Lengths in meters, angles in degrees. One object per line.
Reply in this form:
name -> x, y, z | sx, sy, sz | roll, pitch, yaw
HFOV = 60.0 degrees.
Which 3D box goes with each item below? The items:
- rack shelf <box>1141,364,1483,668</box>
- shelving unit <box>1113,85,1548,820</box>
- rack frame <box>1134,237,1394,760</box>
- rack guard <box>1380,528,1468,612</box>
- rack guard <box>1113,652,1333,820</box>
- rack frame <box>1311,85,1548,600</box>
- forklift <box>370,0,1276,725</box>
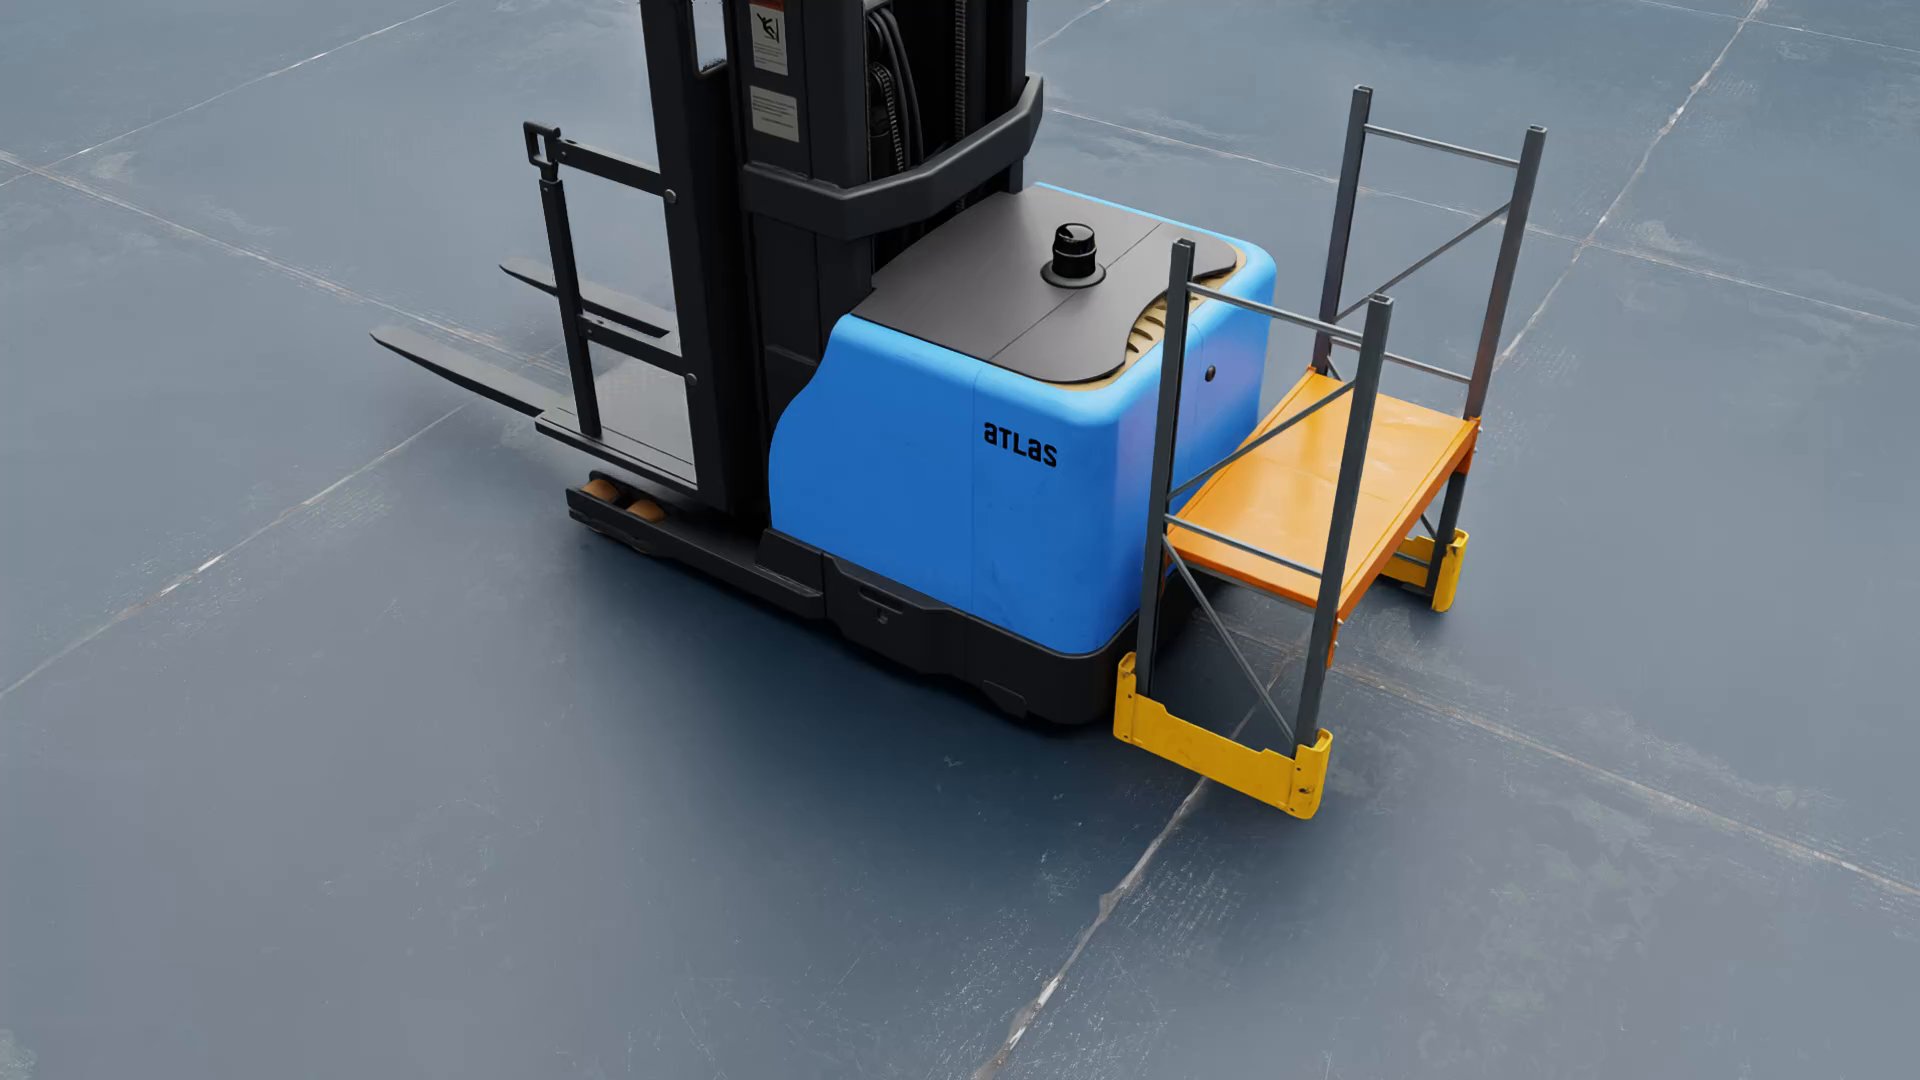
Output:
rack shelf -> 0.958, -0.099, 4.444 | 0.538, 0.185, 1.000 | 22, 43, 26
shelving unit -> 0.953, -0.237, 4.328 | 0.587, 1.500, 1.083 | 22, 43, 26
rack frame -> 0.680, 0.018, 3.997 | 0.500, 1.500, 0.032 | 22, 43, 26
rack guard -> 1.225, 0.003, 5.040 | 0.587, 0.250, 0.087 | 22, 43, 26
rack guard -> 0.680, 0.512, 4.380 | 0.587, 0.250, 0.087 | 22, 43, 26
rack frame -> 1.236, -0.502, 4.671 | 0.500, 1.500, 0.032 | 22, 43, 26
forklift -> -0.630, -1.362, 4.617 | 3.031, 2.935, 1.130 | 22, 43, 26
